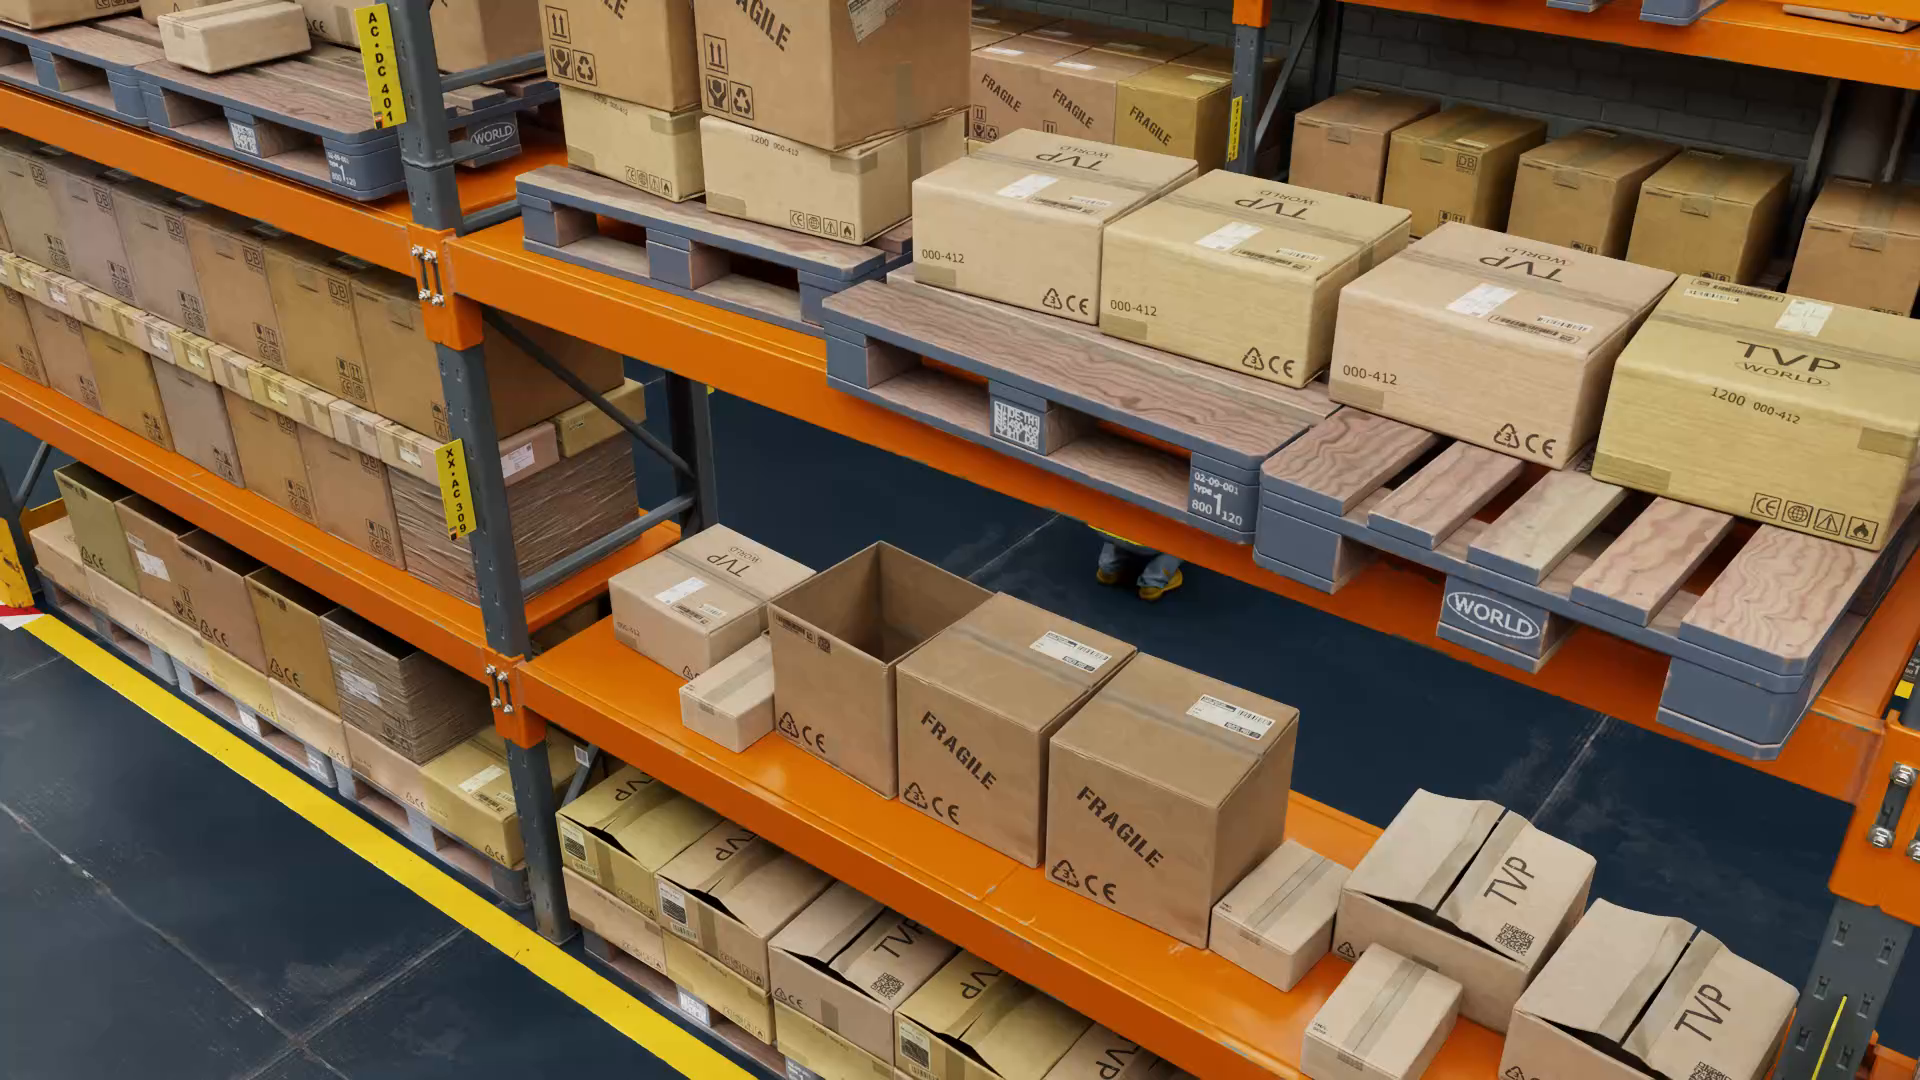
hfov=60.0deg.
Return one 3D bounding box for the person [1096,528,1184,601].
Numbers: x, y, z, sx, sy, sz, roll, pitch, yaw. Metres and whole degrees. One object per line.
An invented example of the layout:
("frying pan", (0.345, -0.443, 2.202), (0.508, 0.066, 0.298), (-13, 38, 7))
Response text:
("person", (0.986, -0.180, 8.434), (0.537, 0.874, 0.940), (21, 36, 31))
